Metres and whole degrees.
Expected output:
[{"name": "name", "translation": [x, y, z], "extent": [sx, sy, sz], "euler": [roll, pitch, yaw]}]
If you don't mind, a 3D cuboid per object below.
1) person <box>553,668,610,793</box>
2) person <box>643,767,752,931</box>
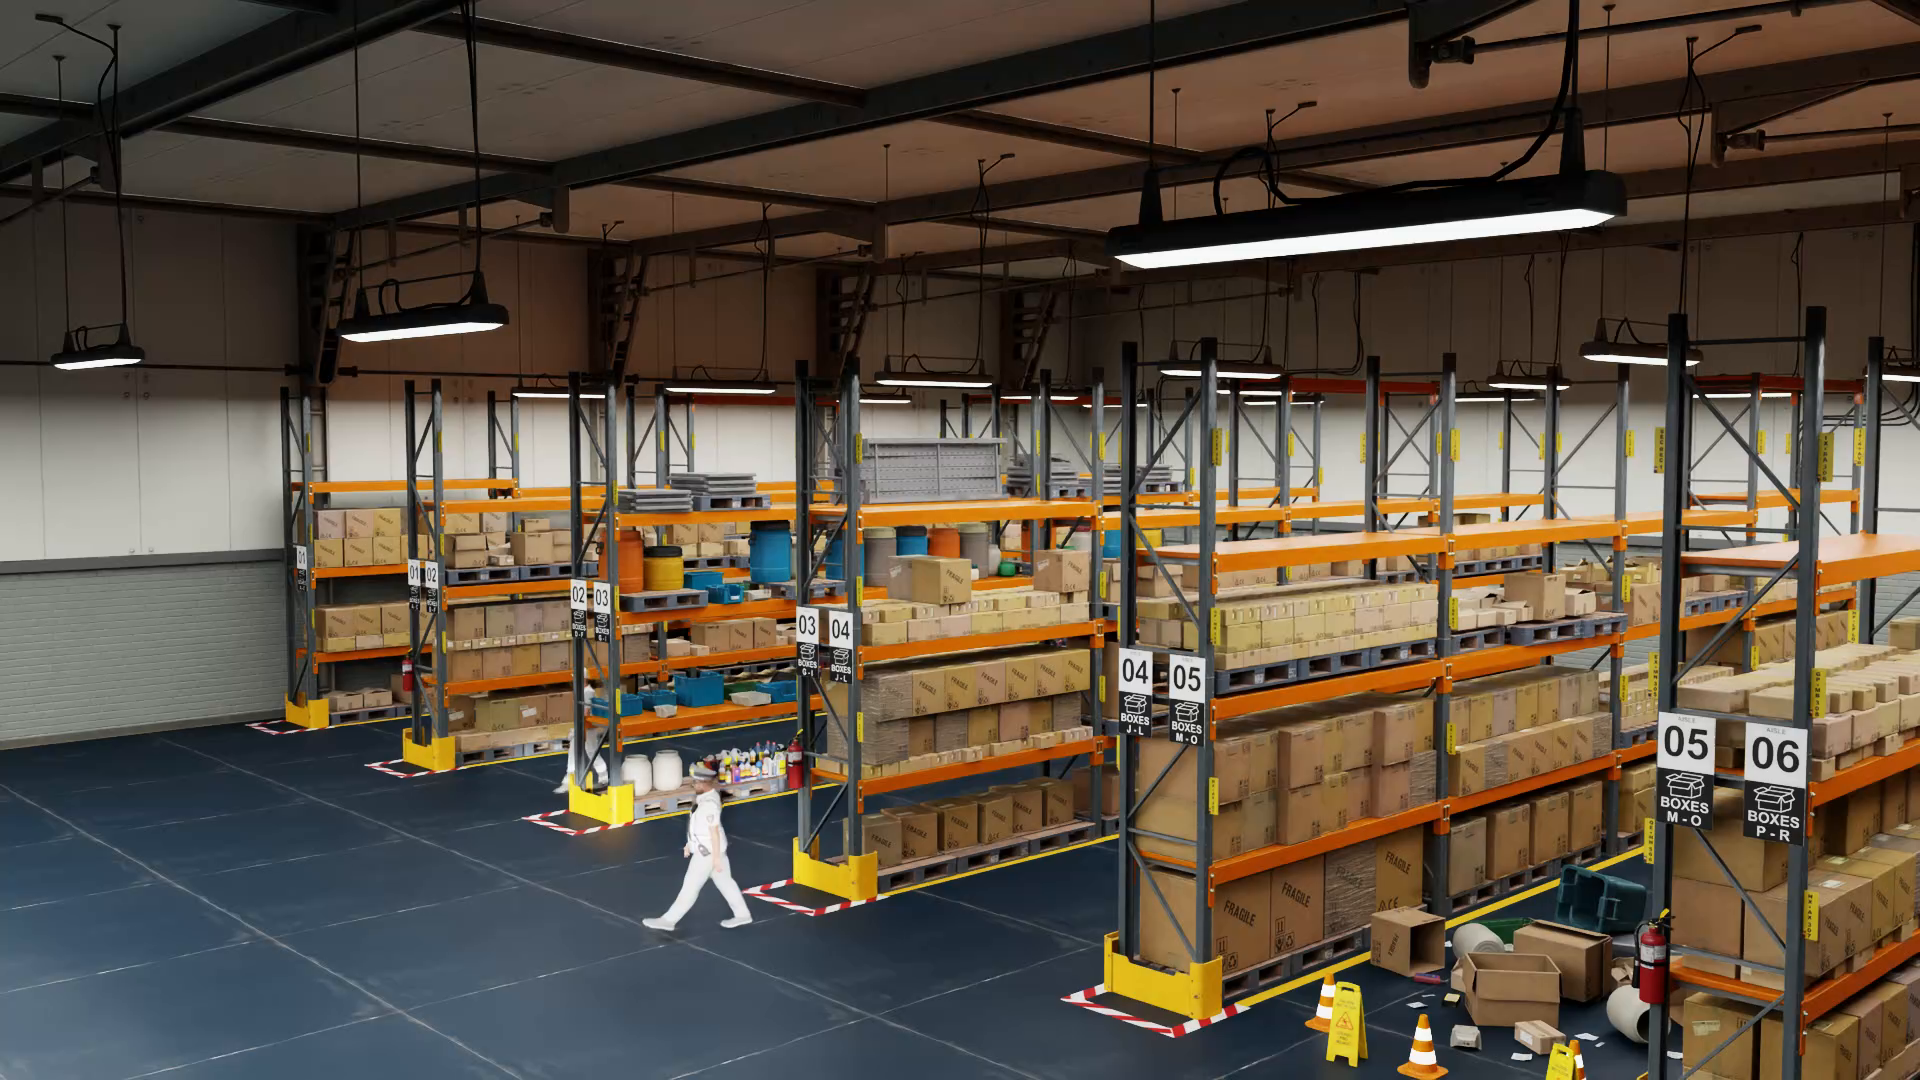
[{"name": "person", "translation": [-5.486, 2.741, 24.025], "extent": [0.806, 1.788, 0.553], "euler": [-2, 4, -26]}, {"name": "person", "translation": [-2.715, 3.195, 17.239], "extent": [1.087, 1.692, 0.565], "euler": [0, 4, 0]}]
